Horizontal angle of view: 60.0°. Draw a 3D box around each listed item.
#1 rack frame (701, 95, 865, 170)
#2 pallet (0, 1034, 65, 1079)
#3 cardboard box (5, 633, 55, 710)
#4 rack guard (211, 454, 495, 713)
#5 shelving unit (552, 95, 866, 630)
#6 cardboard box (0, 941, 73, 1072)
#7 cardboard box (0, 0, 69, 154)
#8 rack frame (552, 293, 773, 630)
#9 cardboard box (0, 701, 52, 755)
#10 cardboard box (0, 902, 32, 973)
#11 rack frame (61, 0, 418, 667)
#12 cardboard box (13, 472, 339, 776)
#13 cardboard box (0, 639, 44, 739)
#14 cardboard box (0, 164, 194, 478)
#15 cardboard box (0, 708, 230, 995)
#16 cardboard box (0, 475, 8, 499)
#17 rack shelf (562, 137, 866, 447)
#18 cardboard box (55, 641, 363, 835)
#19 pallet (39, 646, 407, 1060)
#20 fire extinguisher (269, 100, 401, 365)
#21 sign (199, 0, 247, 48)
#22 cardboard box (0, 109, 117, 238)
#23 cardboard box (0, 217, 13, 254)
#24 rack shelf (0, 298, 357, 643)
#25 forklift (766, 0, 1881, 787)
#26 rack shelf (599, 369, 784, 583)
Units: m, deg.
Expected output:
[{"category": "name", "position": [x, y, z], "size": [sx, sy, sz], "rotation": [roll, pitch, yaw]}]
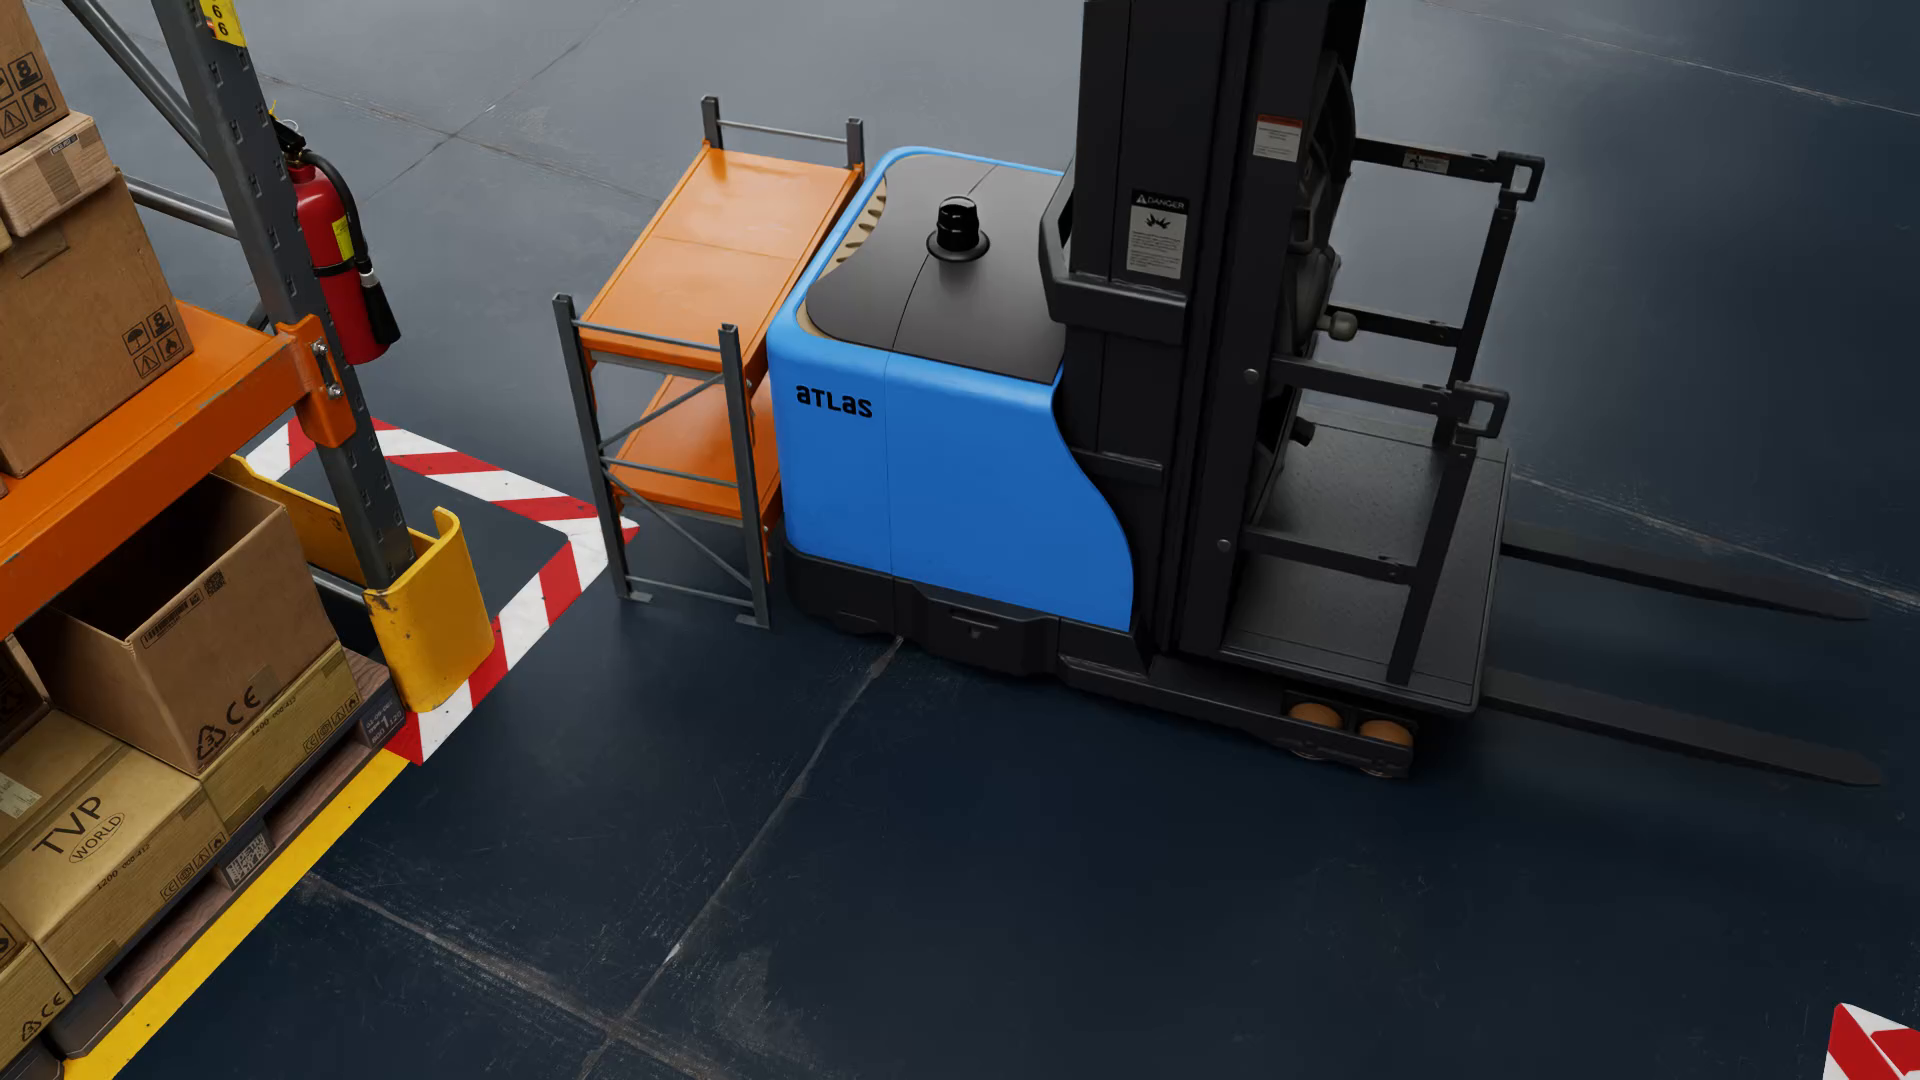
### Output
[{"category": "rack frame", "position": [-0.531, -0.882, 5.330], "size": [0.500, 1.125, 0.032], "rotation": [11, 46, 11]}, {"category": "pallet", "position": [-2.852, 1.413, 3.705], "size": [1.003, 0.211, 1.213], "rotation": [20, 49, 19]}, {"category": "cardboard box", "position": [-2.413, 0.255, 4.527], "size": [0.500, 0.250, 0.500], "rotation": [20, 49, 19]}, {"category": "rack guard", "position": [-1.956, 0.035, 4.864], "size": [1.175, 0.500, 0.348], "rotation": [20, 49, 19]}, {"category": "shelving unit", "position": [-0.669, -0.534, 4.986], "size": [0.538, 1.125, 1.048], "rotation": [11, 46, 11]}, {"category": "cardboard box", "position": [-2.406, 1.060, 3.731], "size": [0.500, 0.250, 0.500], "rotation": [20, 49, 19]}, {"category": "cardboard box", "position": [-2.220, -0.997, 3.144], "size": [0.700, 0.500, 0.500], "rotation": [21, 49, 19]}, {"category": "rack frame", "position": [-0.807, -0.186, 4.643], "size": [0.500, 1.125, 0.032], "rotation": [11, 46, 11]}, {"category": "cardboard box", "position": [-2.642, 0.571, 4.215], "size": [0.500, 0.250, 0.500], "rotation": [20, 49, 19]}, {"category": "cardboard box", "position": [-2.404, 0.798, 3.463], "size": [0.500, 0.500, 0.500], "rotation": [20, 49, 19]}, {"category": "rack frame", "position": [-1.967, -0.829, 3.960], "size": [1.000, 3.000, 0.127], "rotation": [20, 49, 19]}, {"category": "cardboard box", "position": [-1.952, 0.163, 4.091], "size": [0.500, 0.500, 0.500], "rotation": [20, 49, 19]}, {"category": "cardboard box", "position": [-2.643, 0.307, 3.949], "size": [0.500, 0.500, 0.500], "rotation": [20, 49, 19]}, {"category": "cardboard box", "position": [-2.195, -0.574, 3.638], "size": [0.700, 0.500, 0.500], "rotation": [20, 49, 19]}, {"category": "cardboard box", "position": [-2.176, 0.745, 4.043], "size": [0.500, 0.250, 0.500], "rotation": [20, 49, 19]}, {"category": "cardboard box", "position": [-2.435, -0.241, 3.309], "size": [0.700, 0.500, 0.500], "rotation": [22, 49, 20]}, {"category": "rack shelf", "position": [-0.669, -0.739, 4.778], "size": [0.538, 0.278, 1.000], "rotation": [11, 46, 11]}, {"category": "cardboard box", "position": [-1.954, 0.426, 4.358], "size": [0.500, 0.250, 0.500], "rotation": [20, 49, 19]}, {"category": "pallet", "position": [-2.285, 0.647, 4.462], "size": [1.003, 0.211, 1.213], "rotation": [20, 49, 19]}, {"category": "fire extinguisher", "position": [-1.501, -0.723, 3.910], "size": [0.296, 0.674, 0.183], "rotation": [20, 49, 19]}, {"category": "sign", "position": [-1.493, -1.131, 3.278], "size": [0.100, 0.325, 0.005], "rotation": [20, 49, 19]}, {"category": "cardboard box", "position": [-1.976, -0.788, 3.394], "size": [0.380, 0.149, 0.250], "rotation": [20, 49, 18]}, {"category": "cardboard box", "position": [-2.096, -0.623, 3.230], "size": [0.380, 0.149, 0.250], "rotation": [22, 49, 20]}, {"category": "rack shelf", "position": [-2.895, 0.684, 2.971], "size": [1.077, 0.370, 4.000], "rotation": [20, 49, 19]}, {"category": "forklift", "position": [1.054, -0.801, 3.981], "size": [3.031, 2.935, 1.130], "rotation": [13, 47, 13]}, {"category": "rack shelf", "position": [-0.669, -0.362, 5.160], "size": [0.538, 0.278, 1.000], "rotation": [11, 46, 11]}]
